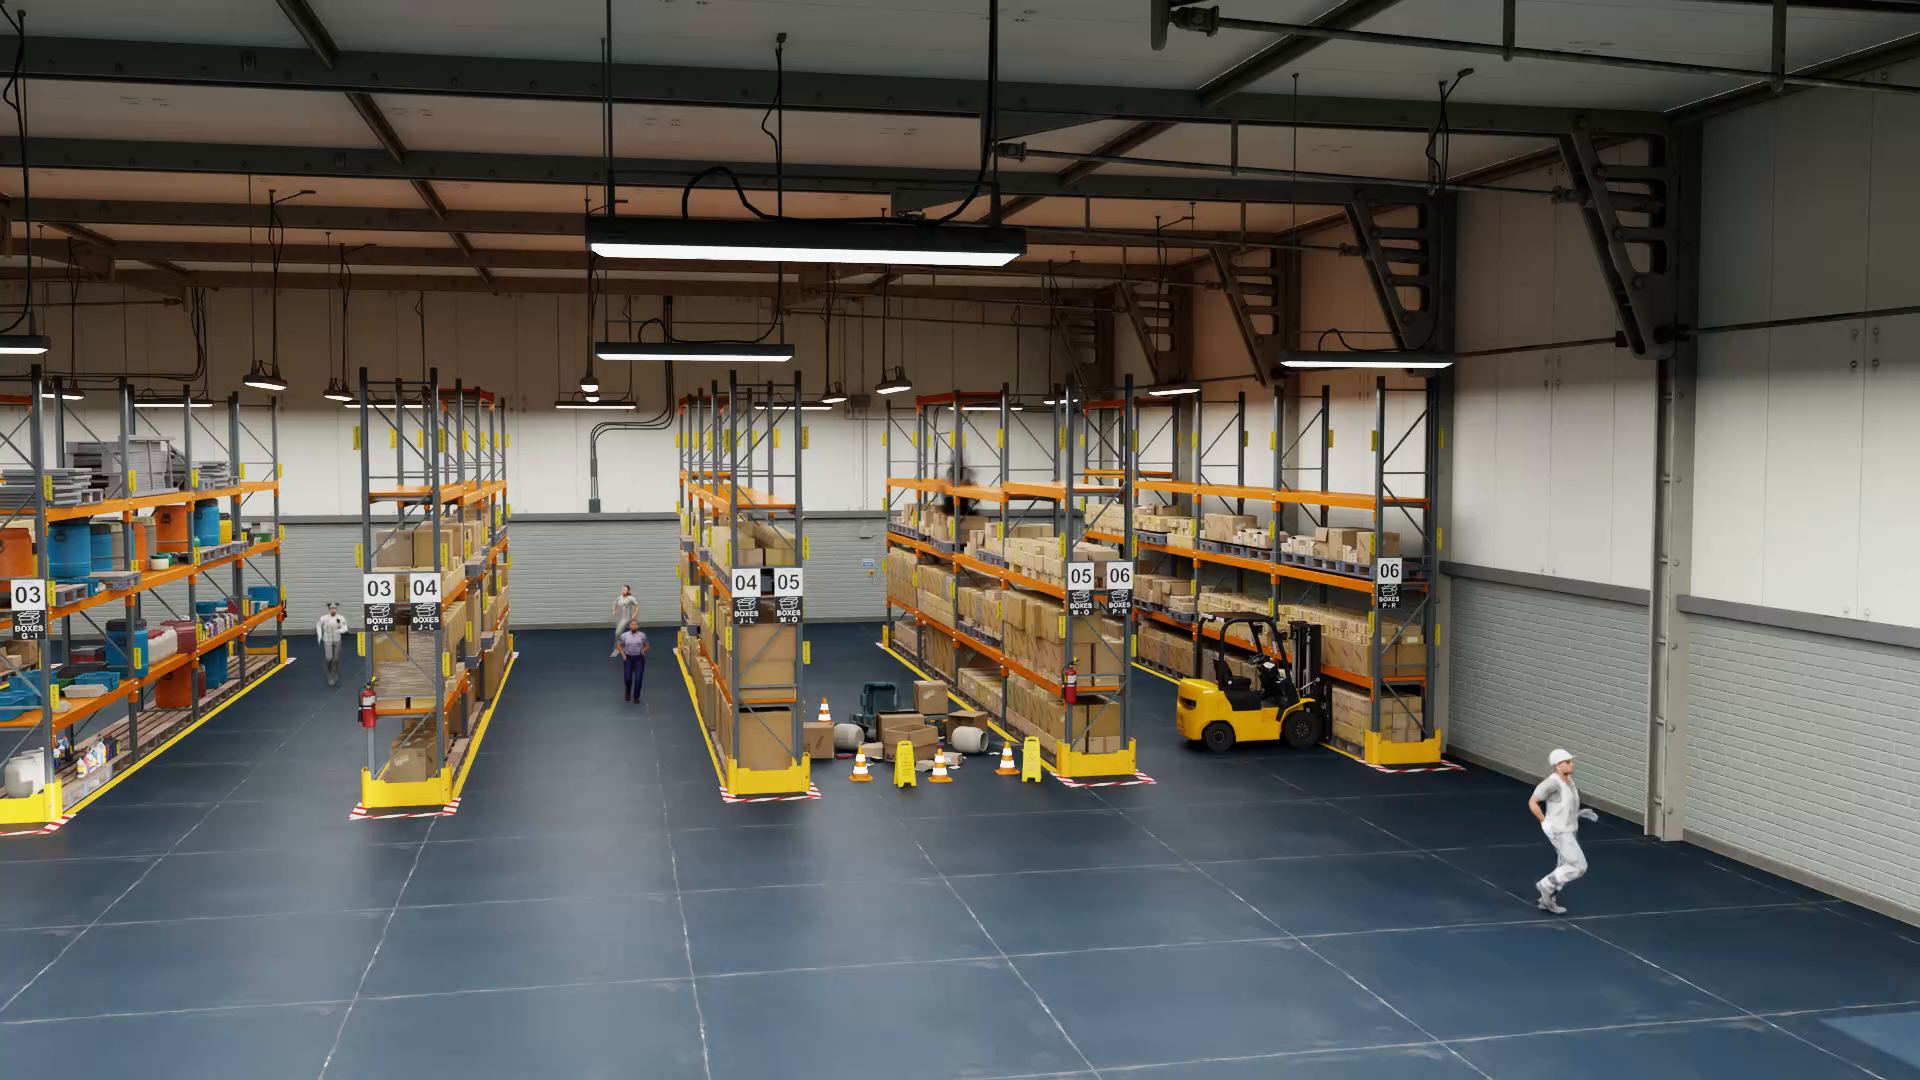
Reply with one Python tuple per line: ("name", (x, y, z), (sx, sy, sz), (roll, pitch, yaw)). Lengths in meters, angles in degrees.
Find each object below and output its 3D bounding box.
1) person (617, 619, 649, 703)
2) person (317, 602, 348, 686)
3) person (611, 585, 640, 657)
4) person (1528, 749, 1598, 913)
("person", (-6.201, 2.319, 31.638), (0.597, 1.590, 0.550), (-1, 4, -16))
("person", (-12.895, 2.128, 34.196), (0.572, 1.738, 0.811), (-2, 4, -26))
("person", (-7.832, 1.876, 38.798), (0.644, 1.684, 0.699), (1, 4, 23))
("person", (6.389, 3.078, 17.517), (0.598, 1.744, 0.646), (3, 4, 40))
